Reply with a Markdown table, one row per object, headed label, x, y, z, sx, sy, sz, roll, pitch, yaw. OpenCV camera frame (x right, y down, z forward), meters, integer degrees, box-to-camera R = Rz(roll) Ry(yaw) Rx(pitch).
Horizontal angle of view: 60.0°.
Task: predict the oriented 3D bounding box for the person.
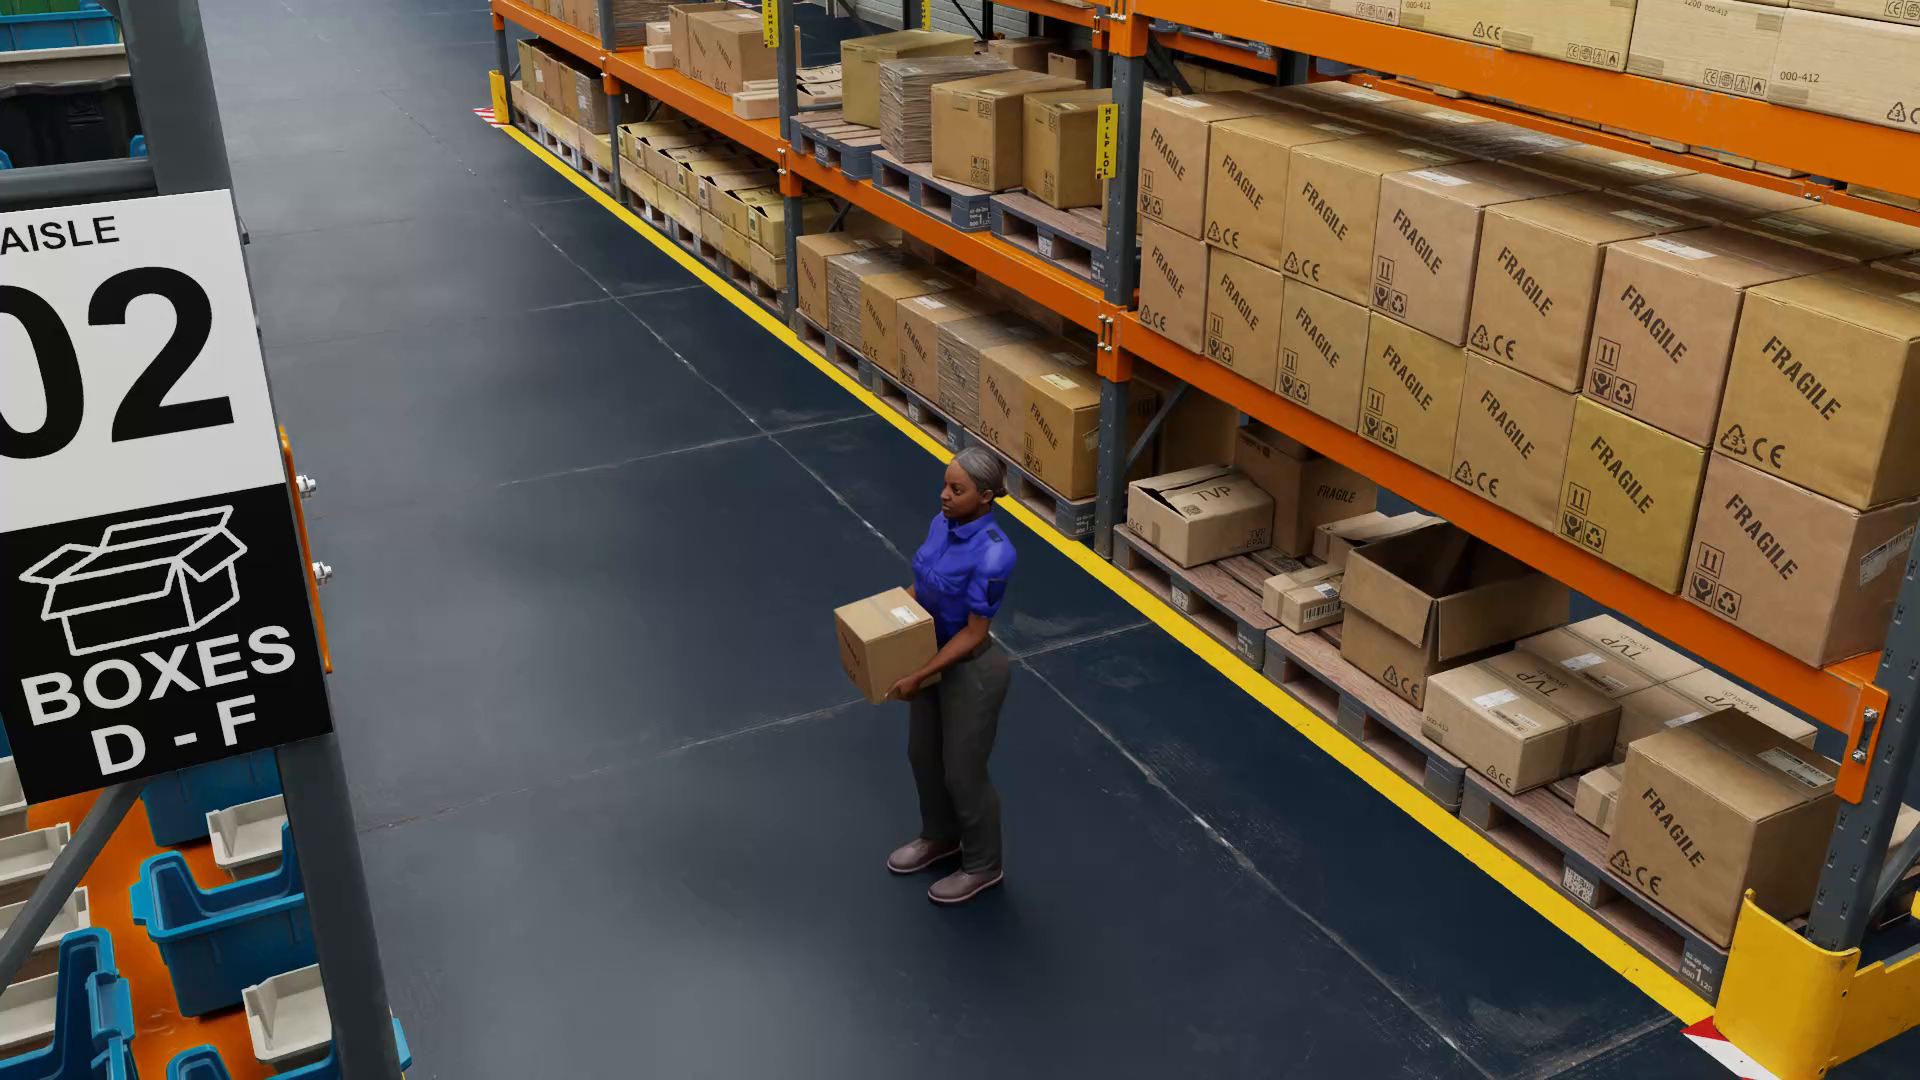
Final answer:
| label | x | y | z | sx | sy | sz | roll | pitch | yaw |
| --- | --- | --- | --- | --- | --- | --- | --- | --- | --- |
| person | -0.079 | 0.469 | 5.653 | 0.510 | 1.651 | 0.451 | -12 | 28 | -24 |
